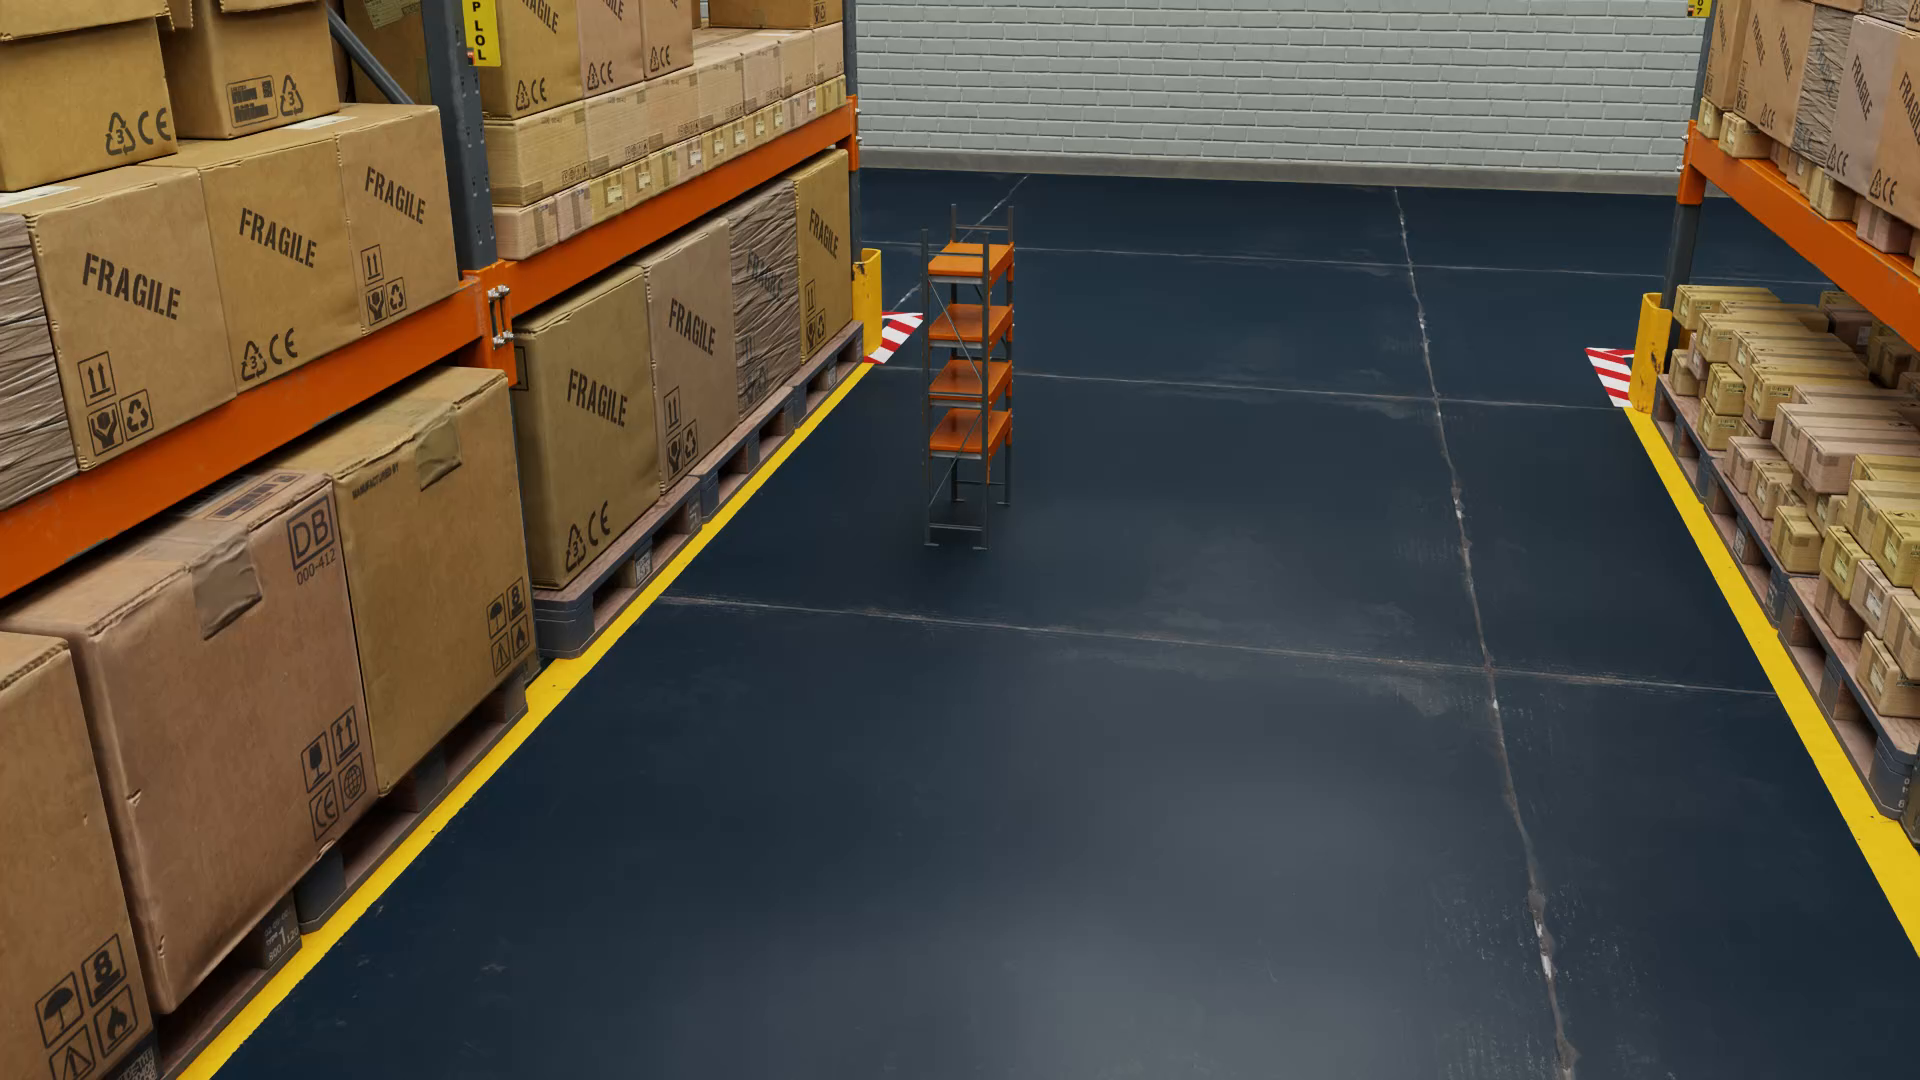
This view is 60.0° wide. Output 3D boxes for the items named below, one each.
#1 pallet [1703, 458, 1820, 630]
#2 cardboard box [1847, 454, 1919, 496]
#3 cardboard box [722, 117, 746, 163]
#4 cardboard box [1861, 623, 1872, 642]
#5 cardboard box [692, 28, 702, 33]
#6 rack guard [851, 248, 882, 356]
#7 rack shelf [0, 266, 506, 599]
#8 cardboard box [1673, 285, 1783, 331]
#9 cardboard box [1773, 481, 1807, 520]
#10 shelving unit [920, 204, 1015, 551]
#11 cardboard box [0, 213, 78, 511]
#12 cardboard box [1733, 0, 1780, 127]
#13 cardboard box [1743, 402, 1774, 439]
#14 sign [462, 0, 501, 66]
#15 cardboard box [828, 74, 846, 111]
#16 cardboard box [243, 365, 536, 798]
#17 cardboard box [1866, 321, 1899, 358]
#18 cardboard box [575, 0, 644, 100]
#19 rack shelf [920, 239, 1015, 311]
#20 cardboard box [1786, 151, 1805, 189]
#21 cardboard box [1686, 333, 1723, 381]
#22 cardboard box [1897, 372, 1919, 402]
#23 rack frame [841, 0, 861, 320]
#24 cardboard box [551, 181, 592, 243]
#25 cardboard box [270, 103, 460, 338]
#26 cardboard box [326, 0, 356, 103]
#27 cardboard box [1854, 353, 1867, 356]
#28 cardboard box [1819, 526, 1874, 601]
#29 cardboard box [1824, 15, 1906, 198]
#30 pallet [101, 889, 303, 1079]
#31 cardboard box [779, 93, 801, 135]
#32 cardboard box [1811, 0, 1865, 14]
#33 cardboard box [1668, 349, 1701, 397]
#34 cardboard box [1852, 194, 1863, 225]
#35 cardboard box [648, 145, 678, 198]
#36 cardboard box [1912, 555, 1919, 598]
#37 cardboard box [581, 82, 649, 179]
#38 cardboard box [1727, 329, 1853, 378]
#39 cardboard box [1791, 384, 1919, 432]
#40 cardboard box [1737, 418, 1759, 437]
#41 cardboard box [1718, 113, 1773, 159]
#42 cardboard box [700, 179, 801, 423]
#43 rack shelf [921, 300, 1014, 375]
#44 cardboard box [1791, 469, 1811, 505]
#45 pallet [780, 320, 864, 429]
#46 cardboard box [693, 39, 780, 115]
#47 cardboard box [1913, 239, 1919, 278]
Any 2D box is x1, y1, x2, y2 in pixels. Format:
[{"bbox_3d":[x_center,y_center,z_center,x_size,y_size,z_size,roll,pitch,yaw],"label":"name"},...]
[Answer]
[{"bbox_3d":[3.347,0.027,6.005,1.003,0.211,1.213,4,22,11],"label":"pallet"},{"bbox_3d":[3.002,-0.146,5.159,0.380,0.149,0.250,5,23,13],"label":"cardboard box"},{"bbox_3d":[-1.083,-1.618,6.692,0.380,0.149,0.250,5,22,12],"label":"cardboard box"},{"bbox_3d":[2.879,0.299,4.851,0.380,0.149,0.250,5,22,12],"label":"cardboard box"},{"bbox_3d":[-1.483,-2.172,7.533,0.500,0.250,0.500,4,22,10],"label":"cardboard box"},{"bbox_3d":[-1.016,-1.298,8.908,1.175,0.500,0.348,4,22,11],"label":"rack guard"},{"bbox_3d":[-2.245,0.079,3.105,1.077,0.370,4.000,4,22,11],"label":"rack shelf"},{"bbox_3d":[3.375,-1.016,7.320,0.380,0.149,0.250,3,22,8],"label":"cardboard box"},{"bbox_3d":[3.075,-0.081,5.795,0.380,0.149,0.250,5,22,12],"label":"cardboard box"},{"bbox_3d":[0.034,-0.617,6.280,0.258,1.200,0.503,4,22,11],"label":"shelving unit"},{"bbox_3d":[-1.980,-0.286,2.914,0.500,0.500,0.500,5,22,11],"label":"cardboard box"},{"bbox_3d":[3.368,-1.877,6.468,0.500,0.500,0.500,5,22,11],"label":"cardboard box"},{"bbox_3d":[3.262,-0.490,6.411,0.380,0.149,0.250,3,22,8],"label":"cardboard box"},{"bbox_3d":[-1.304,-1.448,4.491,0.100,0.325,0.005,4,22,11],"label":"sign"},{"bbox_3d":[-0.771,-2.177,8.080,0.380,0.149,0.250,5,22,12],"label":"cardboard box"},{"bbox_3d":[-1.948,0.040,4.520,1.225,0.875,0.875,5,22,11],"label":"cardboard box"},{"bbox_3d":[3.918,-0.777,6.726,0.380,0.149,0.250,4,22,10],"label":"cardboard box"},{"bbox_3d":[-1.381,-1.737,5.451,0.500,0.500,0.500,4,22,11],"label":"cardboard box"},{"bbox_3d":[0.034,-0.982,6.133,0.258,0.148,0.480,4,22,11],"label":"rack shelf"},{"bbox_3d":[3.232,-1.343,6.008,0.380,0.149,0.250,4,22,10],"label":"cardboard box"},{"bbox_3d":[3.345,-0.776,7.122,0.380,0.149,0.250,4,22,11],"label":"cardboard box"},{"bbox_3d":[3.641,-0.497,6.030,0.380,0.149,0.250,4,22,9],"label":"cardboard box"},{"bbox_3d":[-1.021,-2.449,8.419,1.000,3.000,0.127,4,22,11],"label":"rack frame"},{"bbox_3d":[-1.397,-1.048,5.278,0.380,0.149,0.250,4,22,9],"label":"cardboard box"},{"bbox_3d":[-1.665,-0.840,4.291,0.500,0.500,0.500,5,22,11],"label":"cardboard box"},{"bbox_3d":[-2.005,-1.591,5.087,0.500,0.500,0.500,5,22,12],"label":"cardboard box"},{"bbox_3d":[3.880,-0.738,7.026,0.380,0.149,0.250,4,22,10],"label":"cardboard box"},{"bbox_3d":[2.832,0.080,4.995,0.380,0.149,0.250,4,22,9],"label":"cardboard box"},{"bbox_3d":[3.030,-1.325,5.097,0.500,0.500,0.500,4,22,11],"label":"cardboard box"},{"bbox_3d":[-2.167,1.043,3.481,1.003,0.211,1.213,4,22,11],"label":"pallet"},{"bbox_3d":[-0.927,-1.898,7.388,0.380,0.149,0.250,5,22,12],"label":"cardboard box"},{"bbox_3d":[3.138,-1.978,5.379,0.500,0.500,0.500,4,22,9],"label":"cardboard box"},{"bbox_3d":[3.394,-0.739,7.427,0.380,0.149,0.250,5,22,12],"label":"cardboard box"},{"bbox_3d":[3.093,-1.055,5.295,0.380,0.149,0.250,4,22,10],"label":"cardboard box"},{"bbox_3d":[-1.240,-1.335,5.988,0.380,0.149,0.250,4,22,10],"label":"cardboard box"},{"bbox_3d":[2.816,0.131,4.471,0.380,0.149,0.250,5,22,12],"label":"cardboard box"},{"bbox_3d":[-1.378,-1.388,5.587,0.500,0.250,0.500,4,22,11],"label":"cardboard box"},{"bbox_3d":[3.290,-0.727,6.601,0.380,0.149,0.250,3,22,8],"label":"cardboard box"},{"bbox_3d":[3.168,-0.434,5.875,0.380,0.149,0.250,5,22,11],"label":"cardboard box"},{"bbox_3d":[3.259,-0.360,6.486,0.380,0.149,0.250,5,22,11],"label":"cardboard box"},{"bbox_3d":[3.309,-1.633,6.730,0.380,0.149,0.250,4,22,9],"label":"cardboard box"},{"bbox_3d":[-1.259,-1.085,7.315,0.875,0.875,0.875,4,22,11],"label":"cardboard box"},{"bbox_3d":[0.034,-0.762,6.221,0.258,0.148,0.480,4,22,11],"label":"rack shelf"},{"bbox_3d":[3.086,-0.195,5.679,0.380,0.149,0.250,3,22,8],"label":"cardboard box"},{"bbox_3d":[-1.107,-0.857,8.199,1.003,0.211,1.213,4,22,11],"label":"pallet"},{"bbox_3d":[-1.067,-1.948,6.978,0.500,0.250,0.500,4,22,9],"label":"cardboard box"},{"bbox_3d":[2.886,-0.772,4.592,0.380,0.149,0.250,5,23,13],"label":"cardboard box"}]
